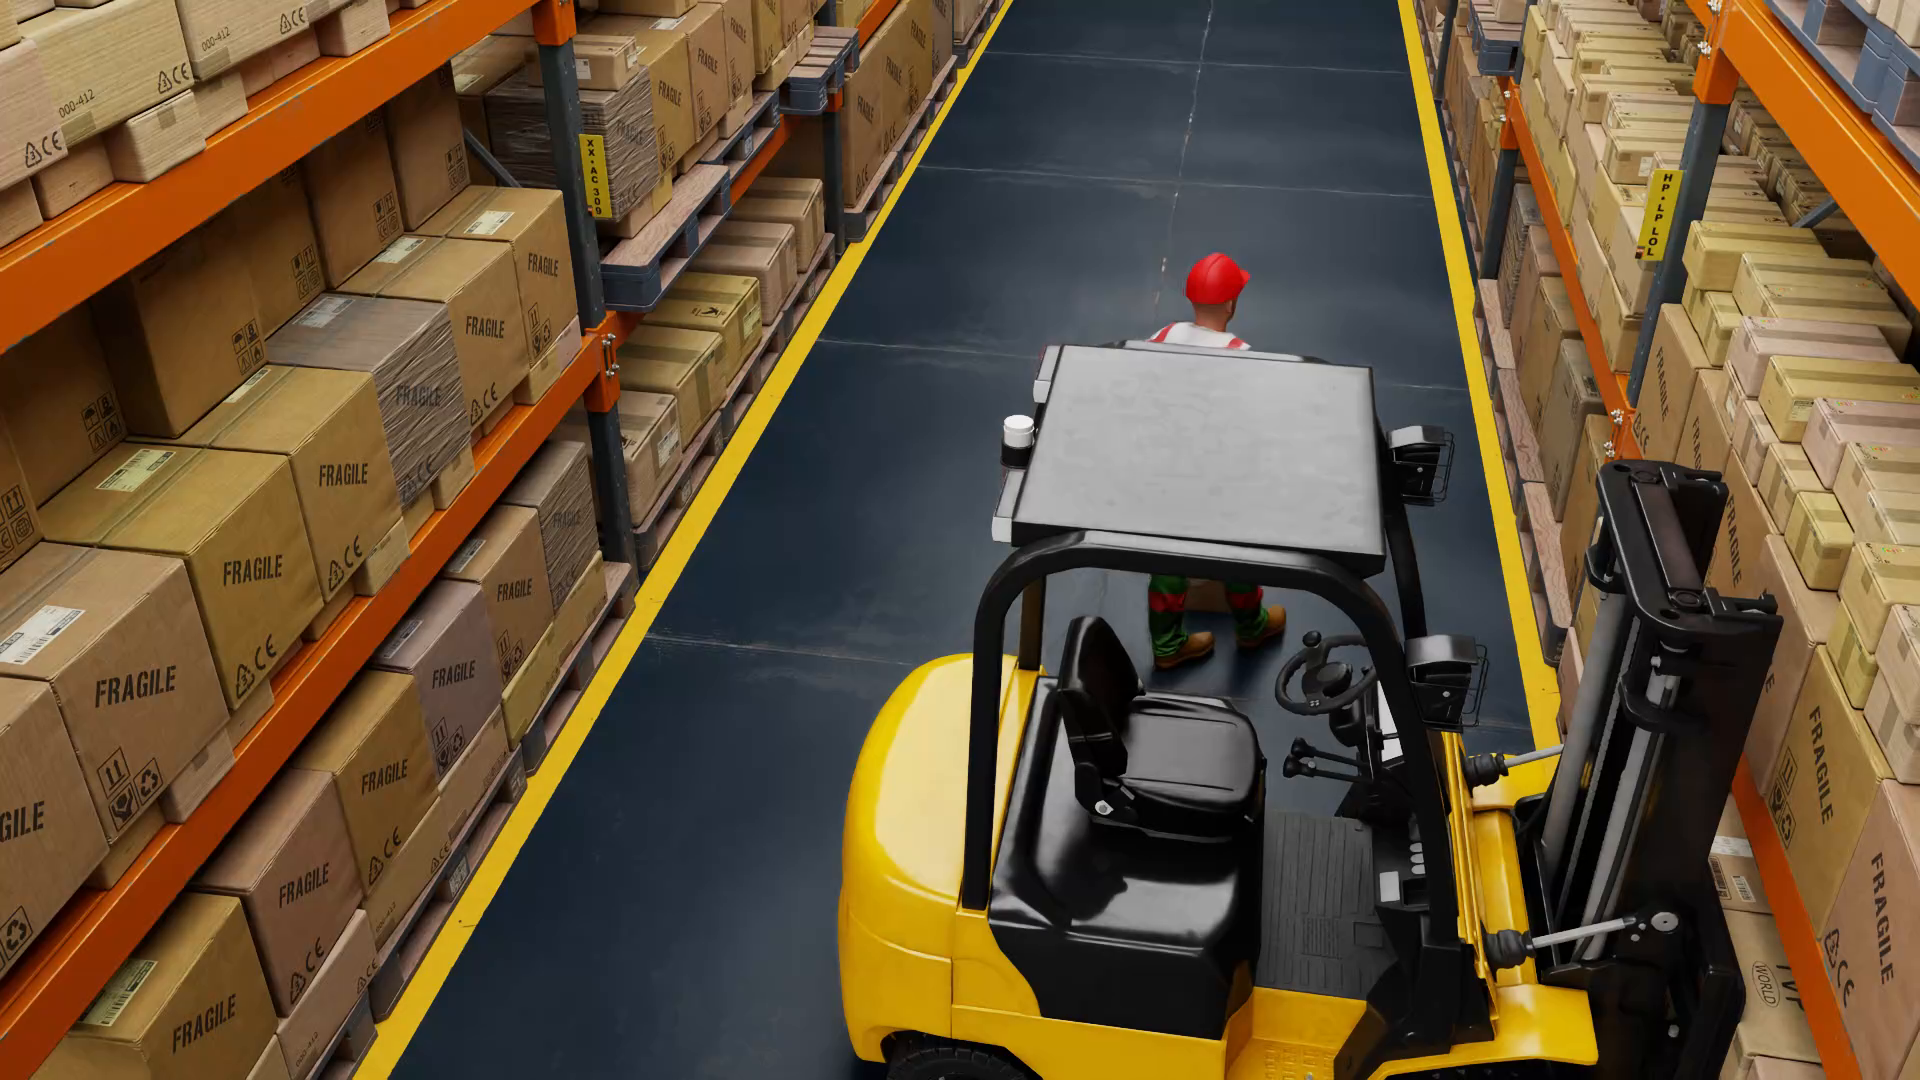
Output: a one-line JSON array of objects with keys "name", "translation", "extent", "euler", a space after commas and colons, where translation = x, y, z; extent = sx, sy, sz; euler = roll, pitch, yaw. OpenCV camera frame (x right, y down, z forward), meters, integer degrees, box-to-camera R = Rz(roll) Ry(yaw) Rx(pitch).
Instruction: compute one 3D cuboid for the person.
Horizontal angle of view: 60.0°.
[{"name": "person", "translation": [1.053, -0.331, 6.629], "extent": [0.556, 1.790, 0.630], "euler": [23, 39, 32]}]
